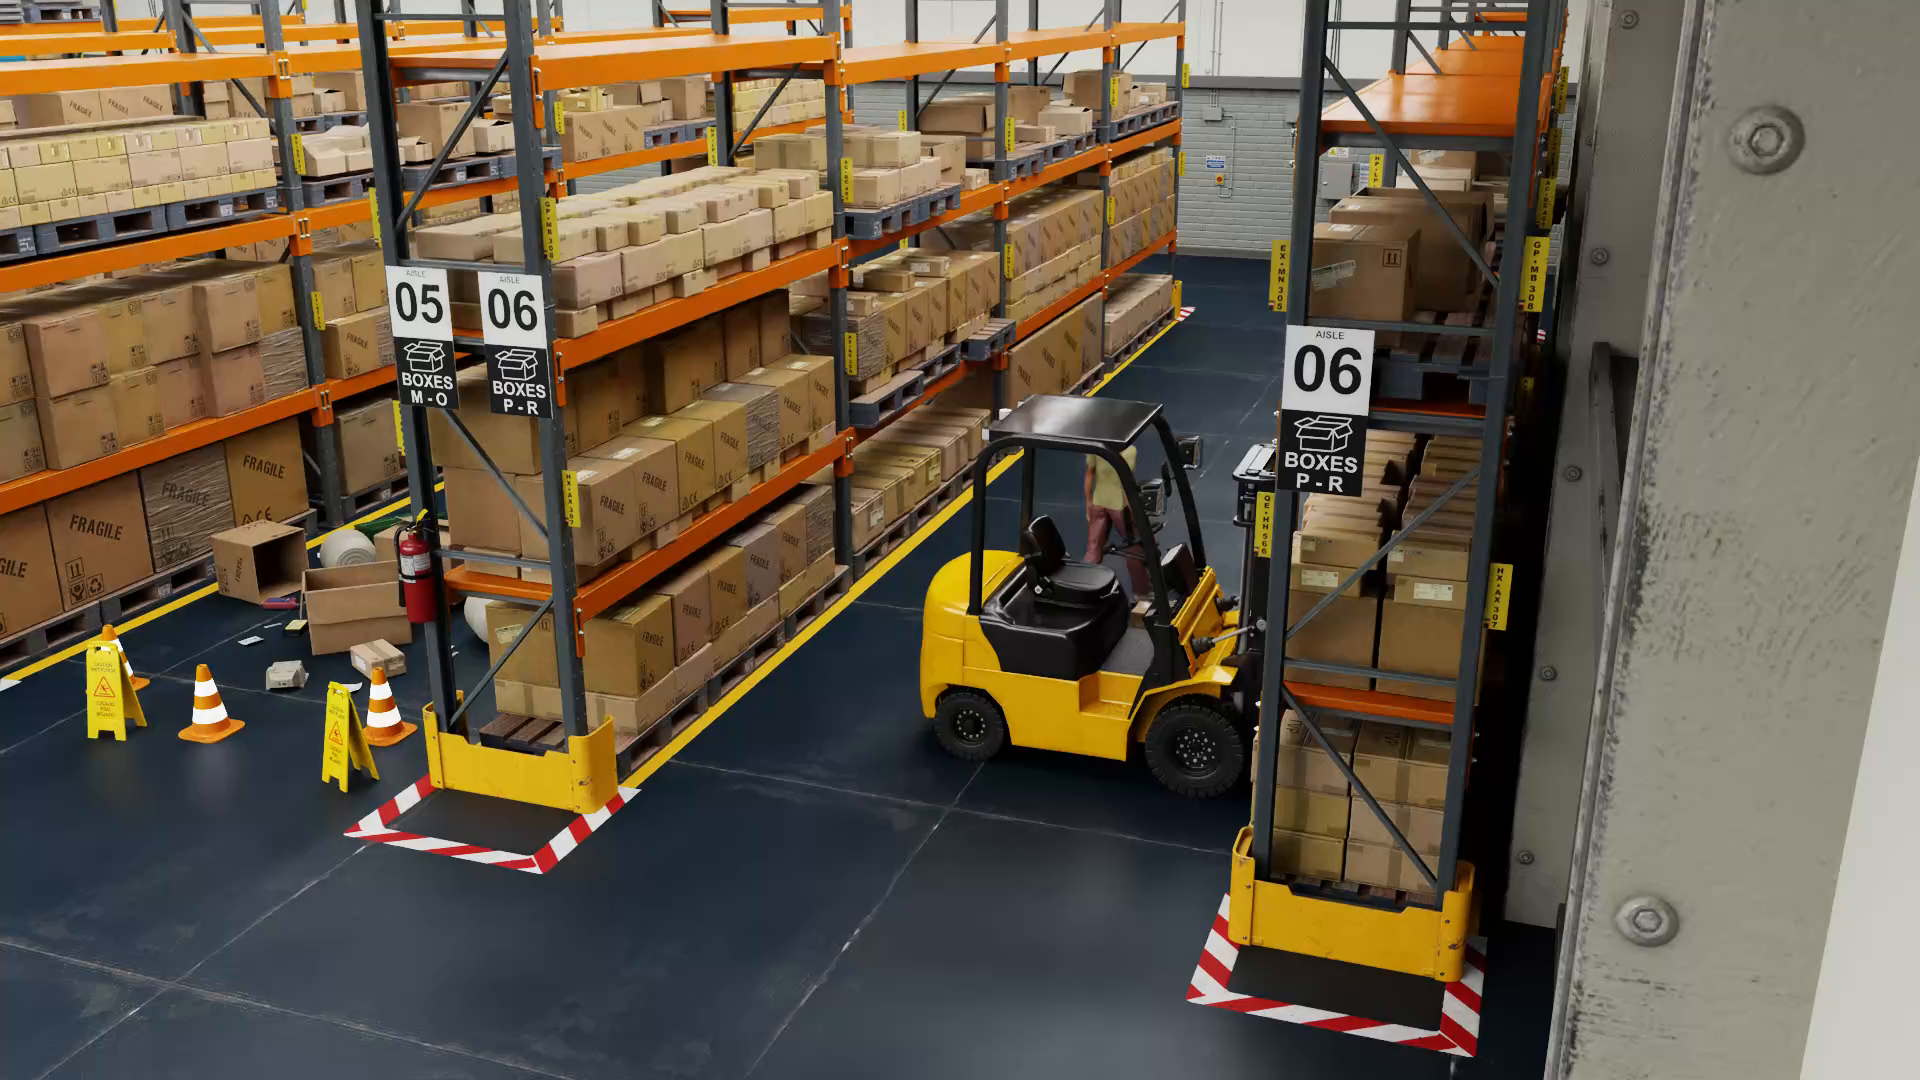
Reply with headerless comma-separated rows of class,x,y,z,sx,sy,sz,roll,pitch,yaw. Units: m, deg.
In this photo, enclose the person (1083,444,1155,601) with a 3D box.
person,1.205,-0.256,12.831,0.522,1.630,0.891,13,23,34
